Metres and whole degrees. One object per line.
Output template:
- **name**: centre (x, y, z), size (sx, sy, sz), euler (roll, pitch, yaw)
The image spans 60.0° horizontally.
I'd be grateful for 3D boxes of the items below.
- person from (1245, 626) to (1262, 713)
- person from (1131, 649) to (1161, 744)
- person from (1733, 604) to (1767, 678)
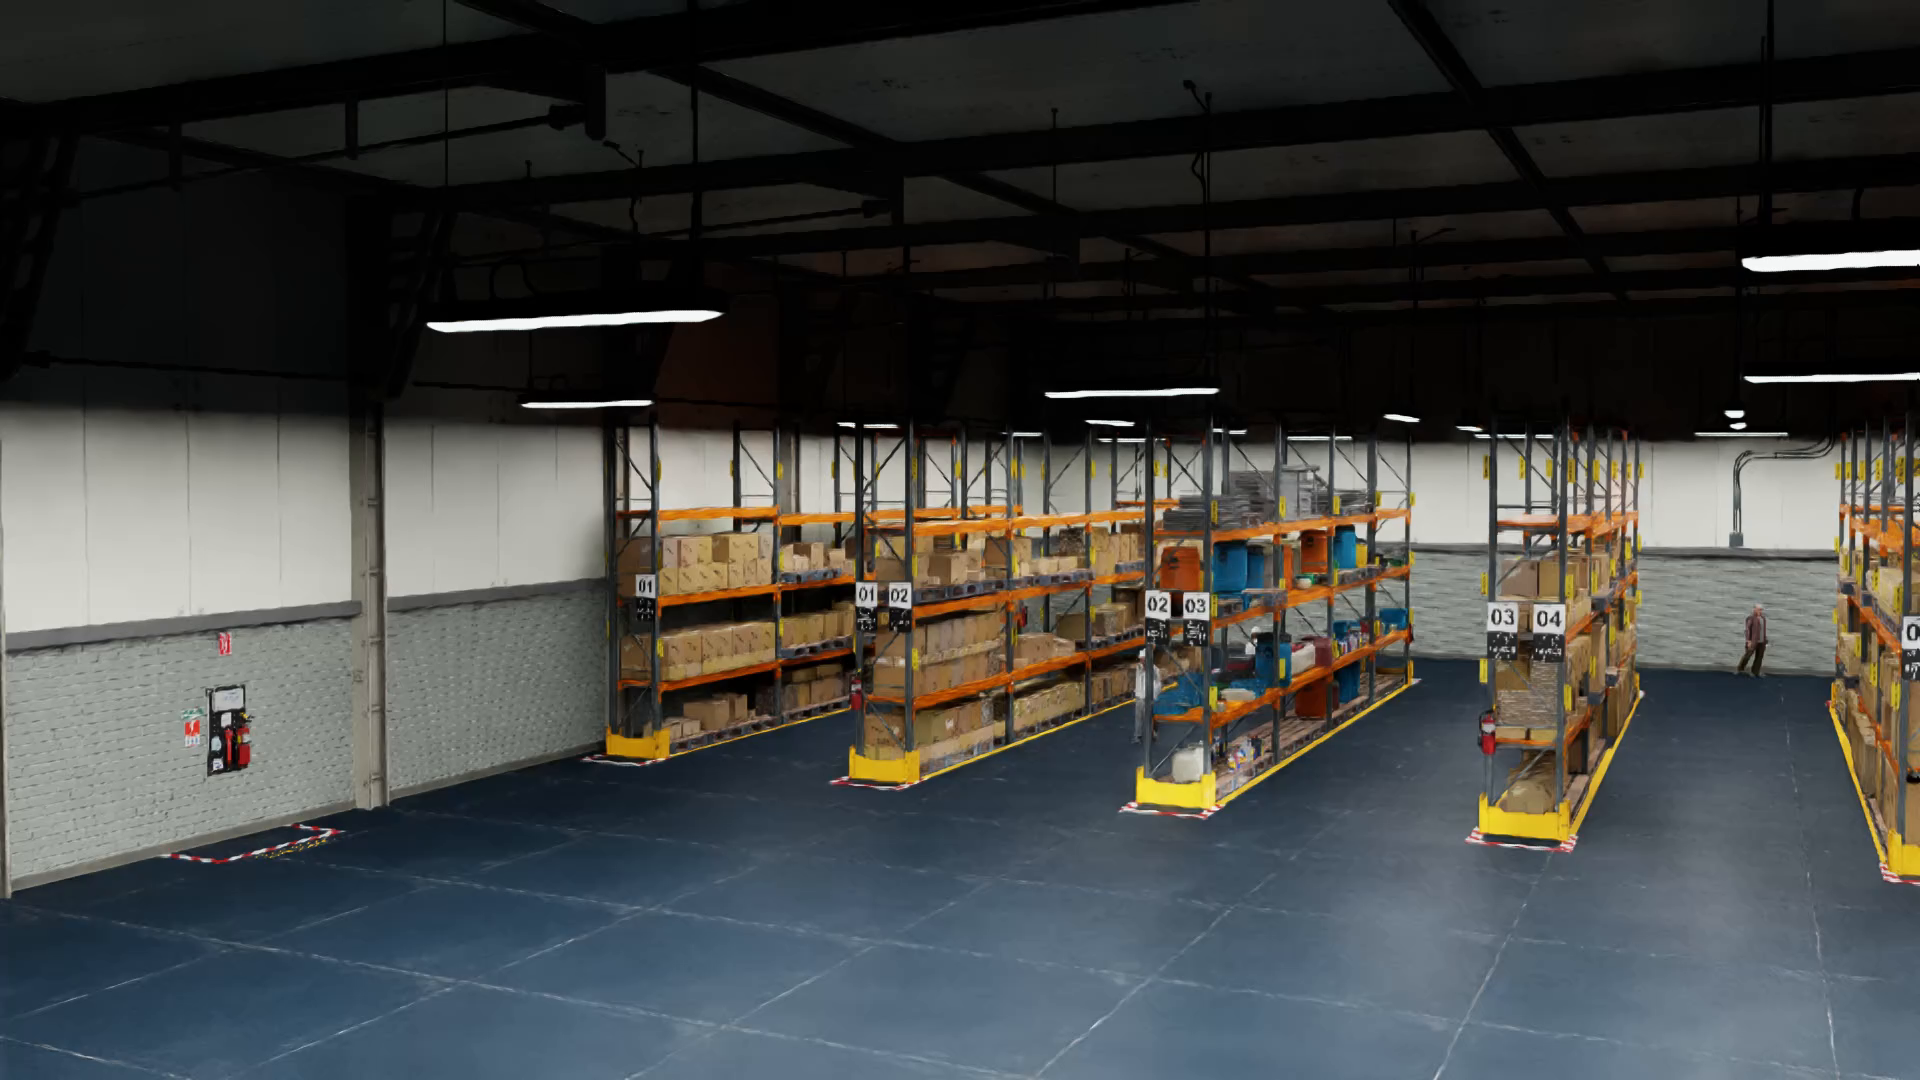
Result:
- **person**: centre (6.100, 2.660, 34.331), size (0.673, 1.763, 0.580), euler (-2, 3, -34)
- **person**: centre (3.438, 2.857, 30.531), size (0.555, 1.725, 1.029), euler (1, 3, 24)
- **person**: centre (19.100, 2.429, 40.180), size (0.783, 1.769, 0.525), euler (-1, 2, -15)
